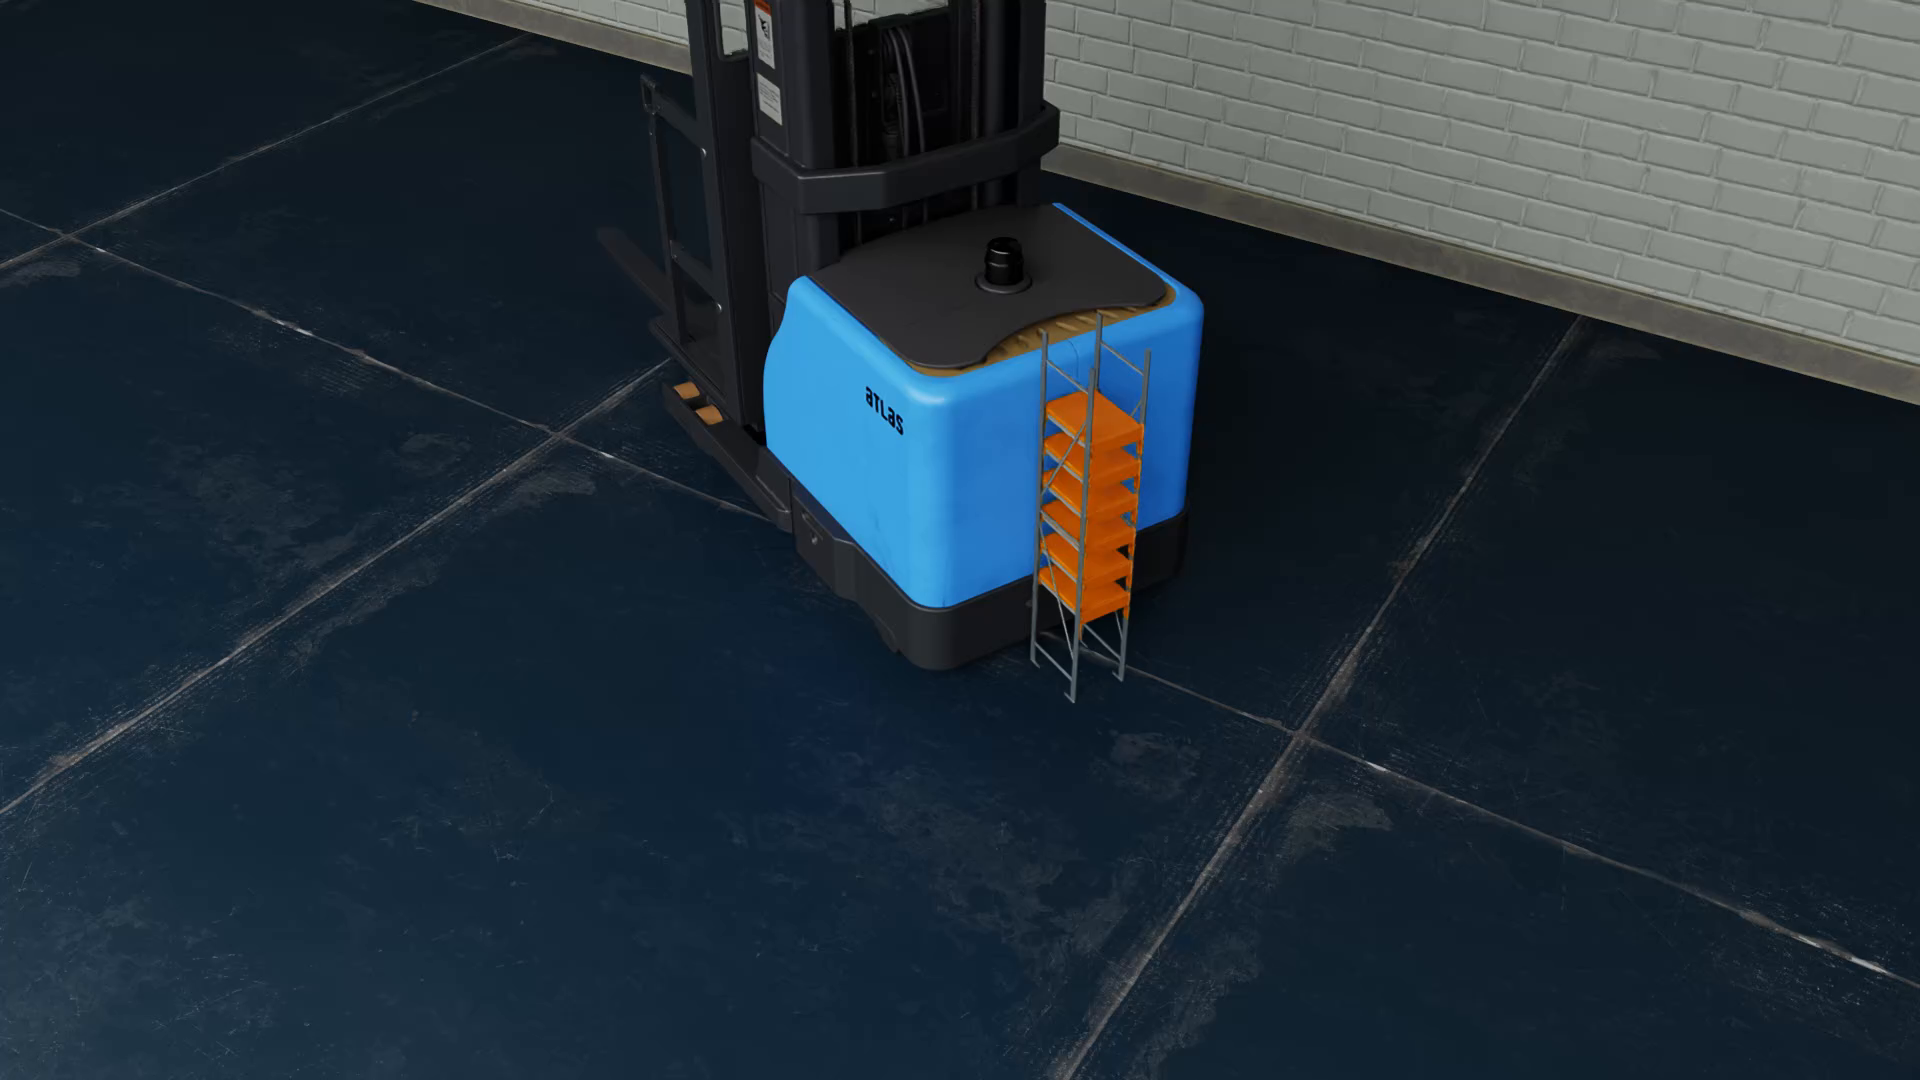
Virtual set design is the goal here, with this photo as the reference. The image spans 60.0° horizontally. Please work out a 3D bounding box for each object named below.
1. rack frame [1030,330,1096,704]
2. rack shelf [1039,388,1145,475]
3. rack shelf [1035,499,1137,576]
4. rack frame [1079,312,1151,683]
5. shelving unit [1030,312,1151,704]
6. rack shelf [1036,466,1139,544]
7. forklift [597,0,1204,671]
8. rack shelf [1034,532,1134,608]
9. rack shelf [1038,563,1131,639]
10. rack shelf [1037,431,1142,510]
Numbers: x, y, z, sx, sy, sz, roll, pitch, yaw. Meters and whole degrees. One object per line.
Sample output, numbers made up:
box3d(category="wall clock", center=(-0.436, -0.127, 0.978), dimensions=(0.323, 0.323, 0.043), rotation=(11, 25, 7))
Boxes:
box3d(category="rack frame", center=(0.289, -0.034, 4.810), dimensions=(0.006, 1.200, 0.240), rotation=(-21, 43, -25))
box3d(category="rack shelf", center=(0.367, -0.313, 4.655), dimensions=(0.180, 0.103, 0.258), rotation=(-21, 43, -25))
box3d(category="rack shelf", center=(0.366, -0.028, 4.876), dimensions=(0.180, 0.103, 0.258), rotation=(-21, 43, -25))
box3d(category="rack frame", center=(0.444, -0.093, 4.887), dimensions=(0.006, 1.200, 0.240), rotation=(-21, 43, -25))
box3d(category="shelving unit", center=(0.367, -0.063, 4.849), dimensions=(0.189, 1.200, 0.258), rotation=(-21, 43, -25))
box3d(category="rack shelf", center=(0.367, -0.123, 4.802), dimensions=(0.180, 0.103, 0.258), rotation=(-21, 43, -25))
box3d(category="forklift", center=(-0.463, -1.630, 5.464), dimensions=(1.130, 2.935, 3.031), rotation=(-21, 42, -25))
box3d(category="rack shelf", center=(0.366, 0.067, 4.949), dimensions=(0.180, 0.103, 0.258), rotation=(-21, 43, -25))
box3d(category="rack shelf", center=(0.366, 0.161, 5.023), dimensions=(0.180, 0.103, 0.258), rotation=(-21, 43, -25))
box3d(category="rack shelf", center=(0.367, -0.218, 4.729), dimensions=(0.180, 0.103, 0.258), rotation=(-21, 43, -25))
